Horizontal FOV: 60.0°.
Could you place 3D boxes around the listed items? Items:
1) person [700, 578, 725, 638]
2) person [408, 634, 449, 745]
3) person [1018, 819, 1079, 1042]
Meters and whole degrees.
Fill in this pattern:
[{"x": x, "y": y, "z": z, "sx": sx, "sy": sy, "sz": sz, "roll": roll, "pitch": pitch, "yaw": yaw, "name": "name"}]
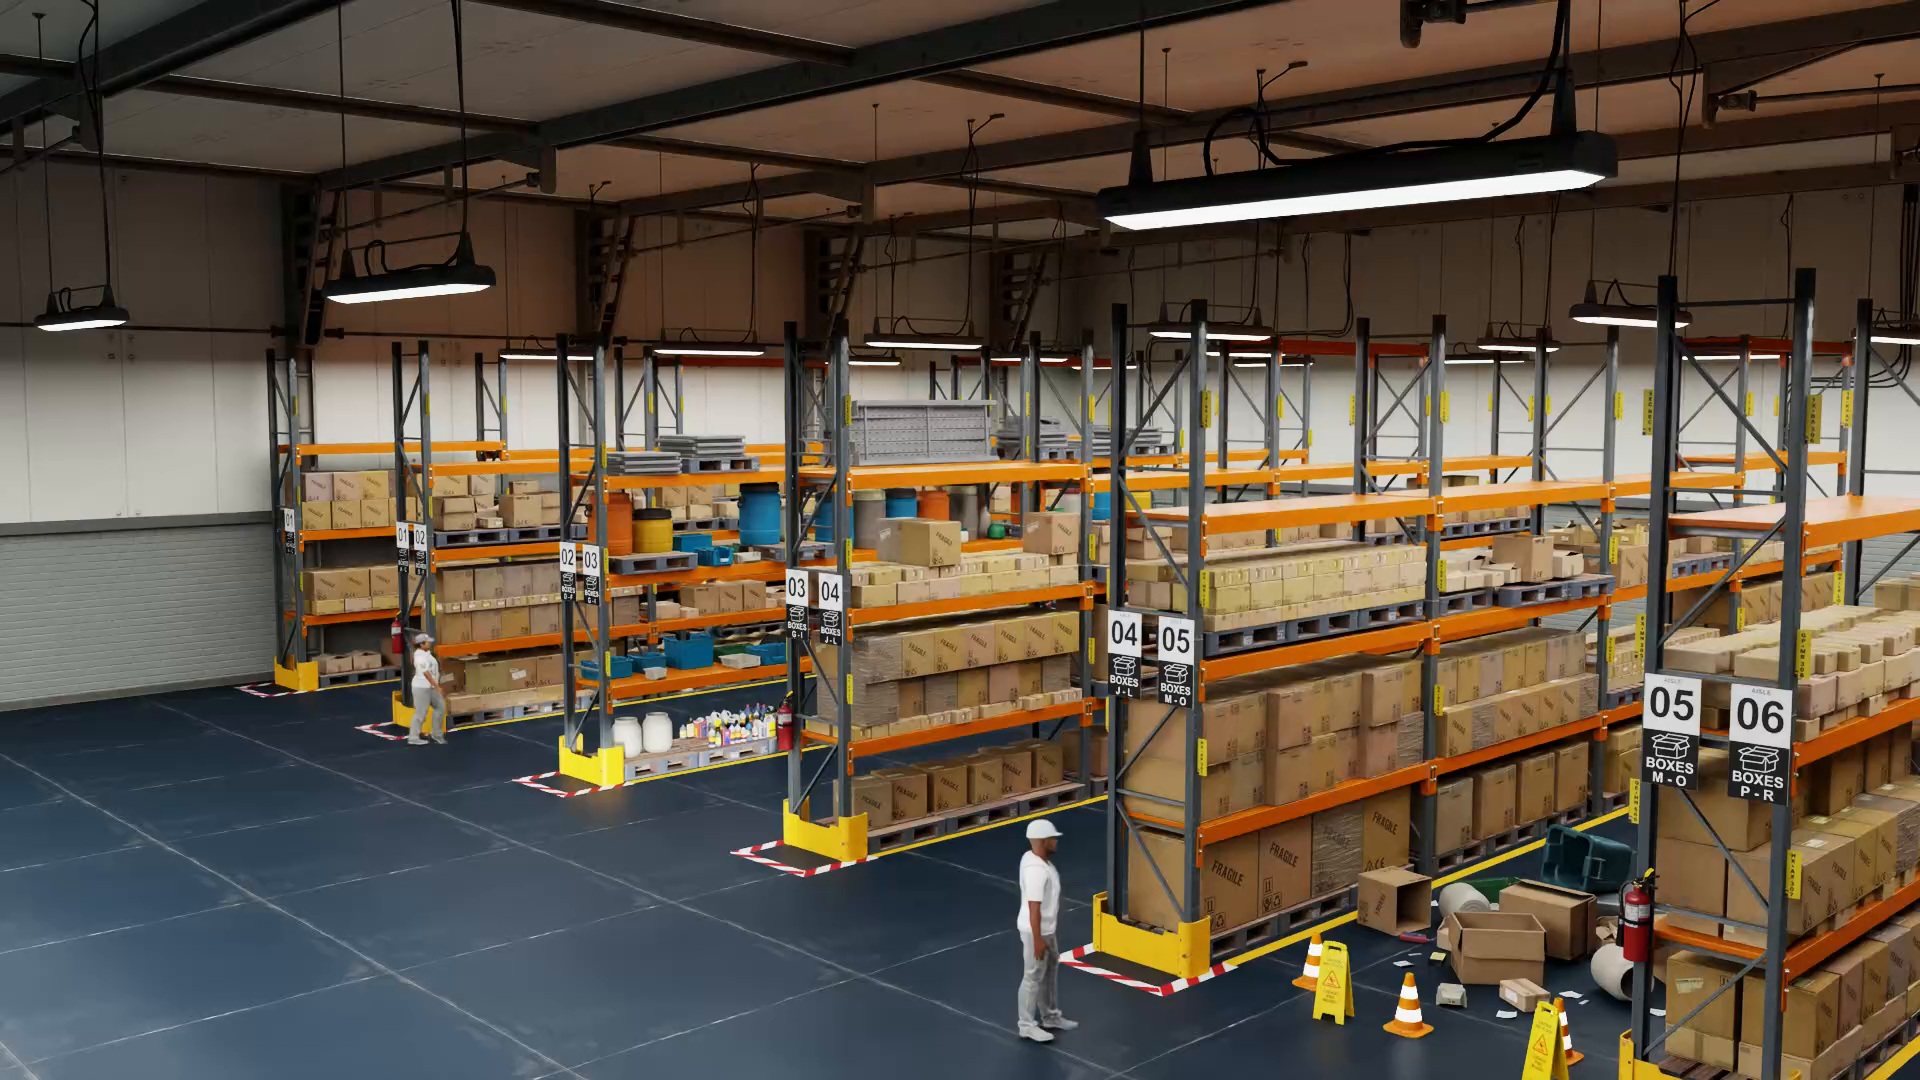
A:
[{"x": -5.048, "y": 1.410, "z": 33.406, "sx": 0.481, "sy": 1.721, "sz": 1.053, "roll": 4, "pitch": 6, "yaw": 38, "name": "person"}, {"x": -7.887, "y": 2.234, "z": 24.609, "sx": 0.578, "sy": 1.719, "sz": 0.507, "roll": -1, "pitch": 5, "yaw": -9, "name": "person"}, {"x": 0.702, "y": 3.139, "z": 13.372, "sx": 0.479, "sy": 1.786, "sz": 0.623, "roll": 1, "pitch": 5, "yaw": 8, "name": "person"}]
